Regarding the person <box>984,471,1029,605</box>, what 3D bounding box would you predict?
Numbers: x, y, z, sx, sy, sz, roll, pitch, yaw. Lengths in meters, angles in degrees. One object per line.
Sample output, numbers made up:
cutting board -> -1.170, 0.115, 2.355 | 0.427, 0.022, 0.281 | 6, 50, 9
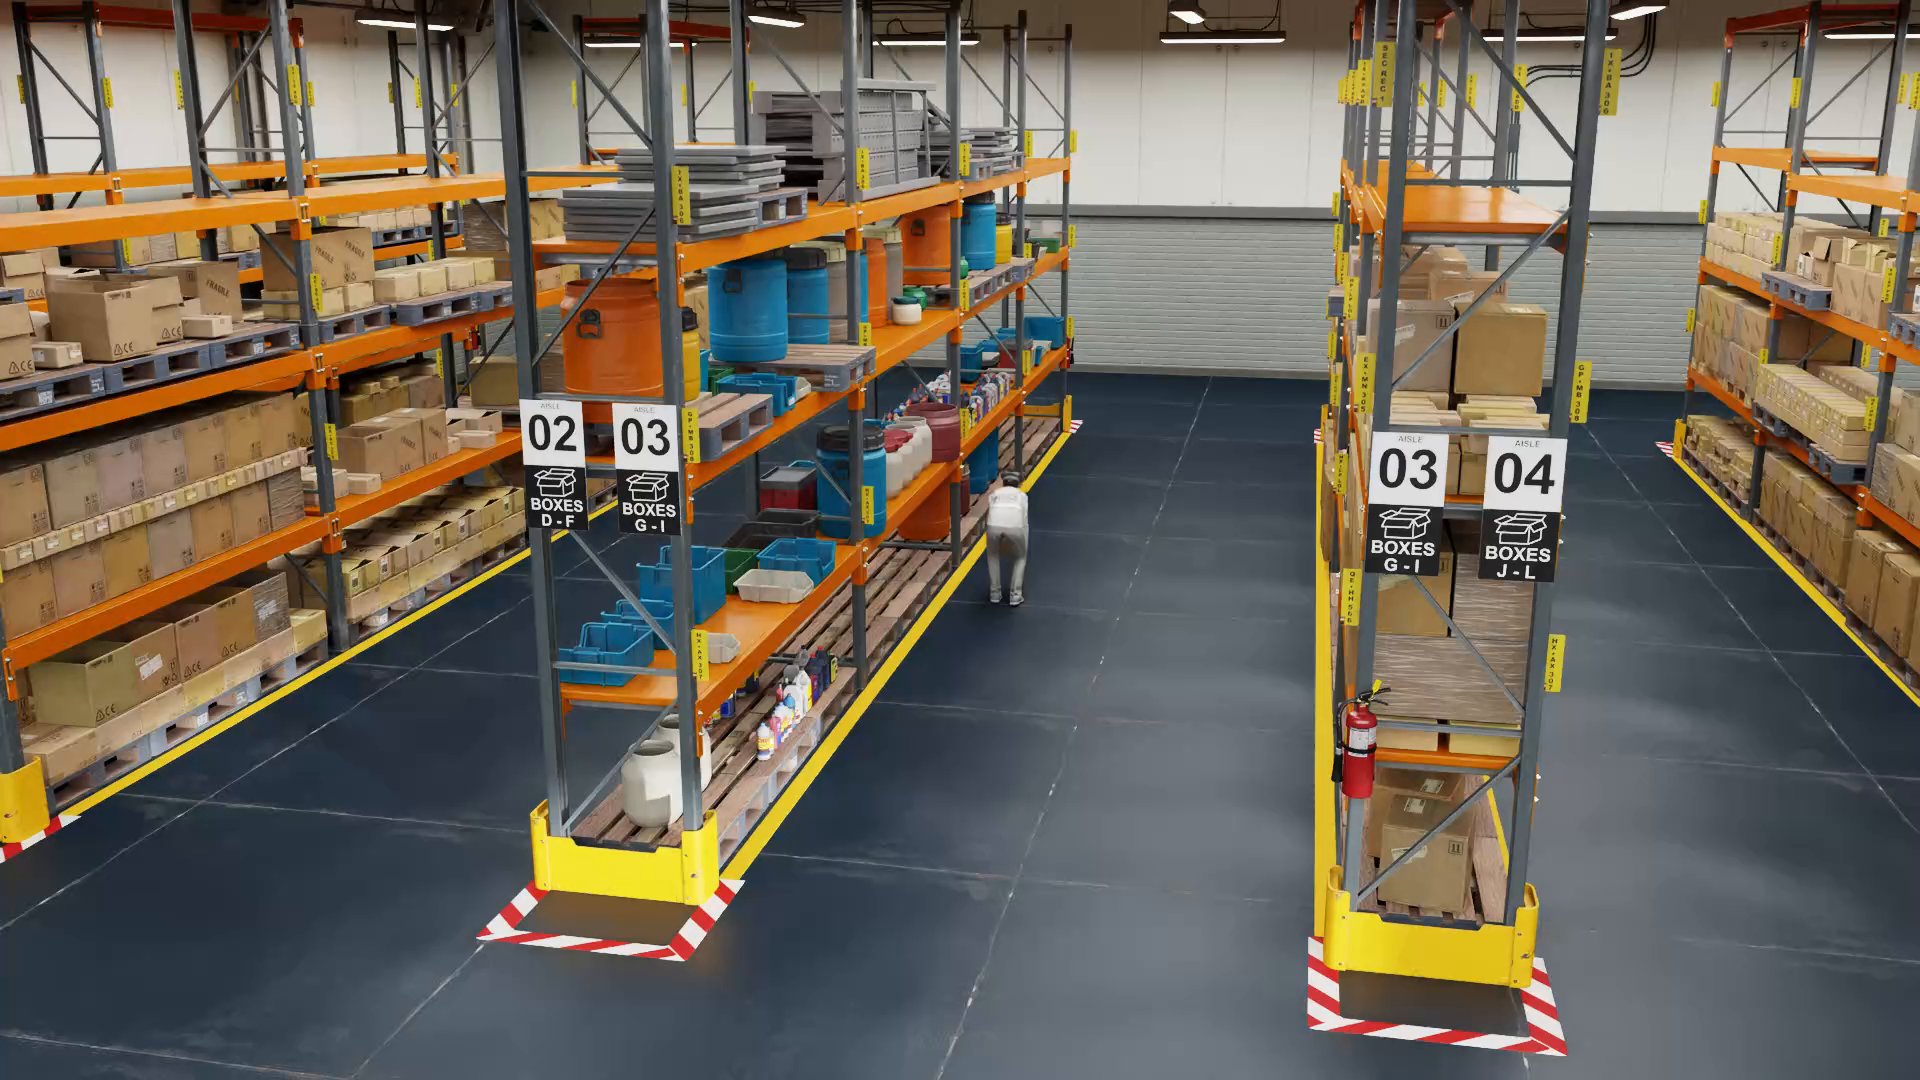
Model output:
person -> 0.486, -0.028, 16.905 | 0.423, 1.266, 0.889 | 2, 15, 9
